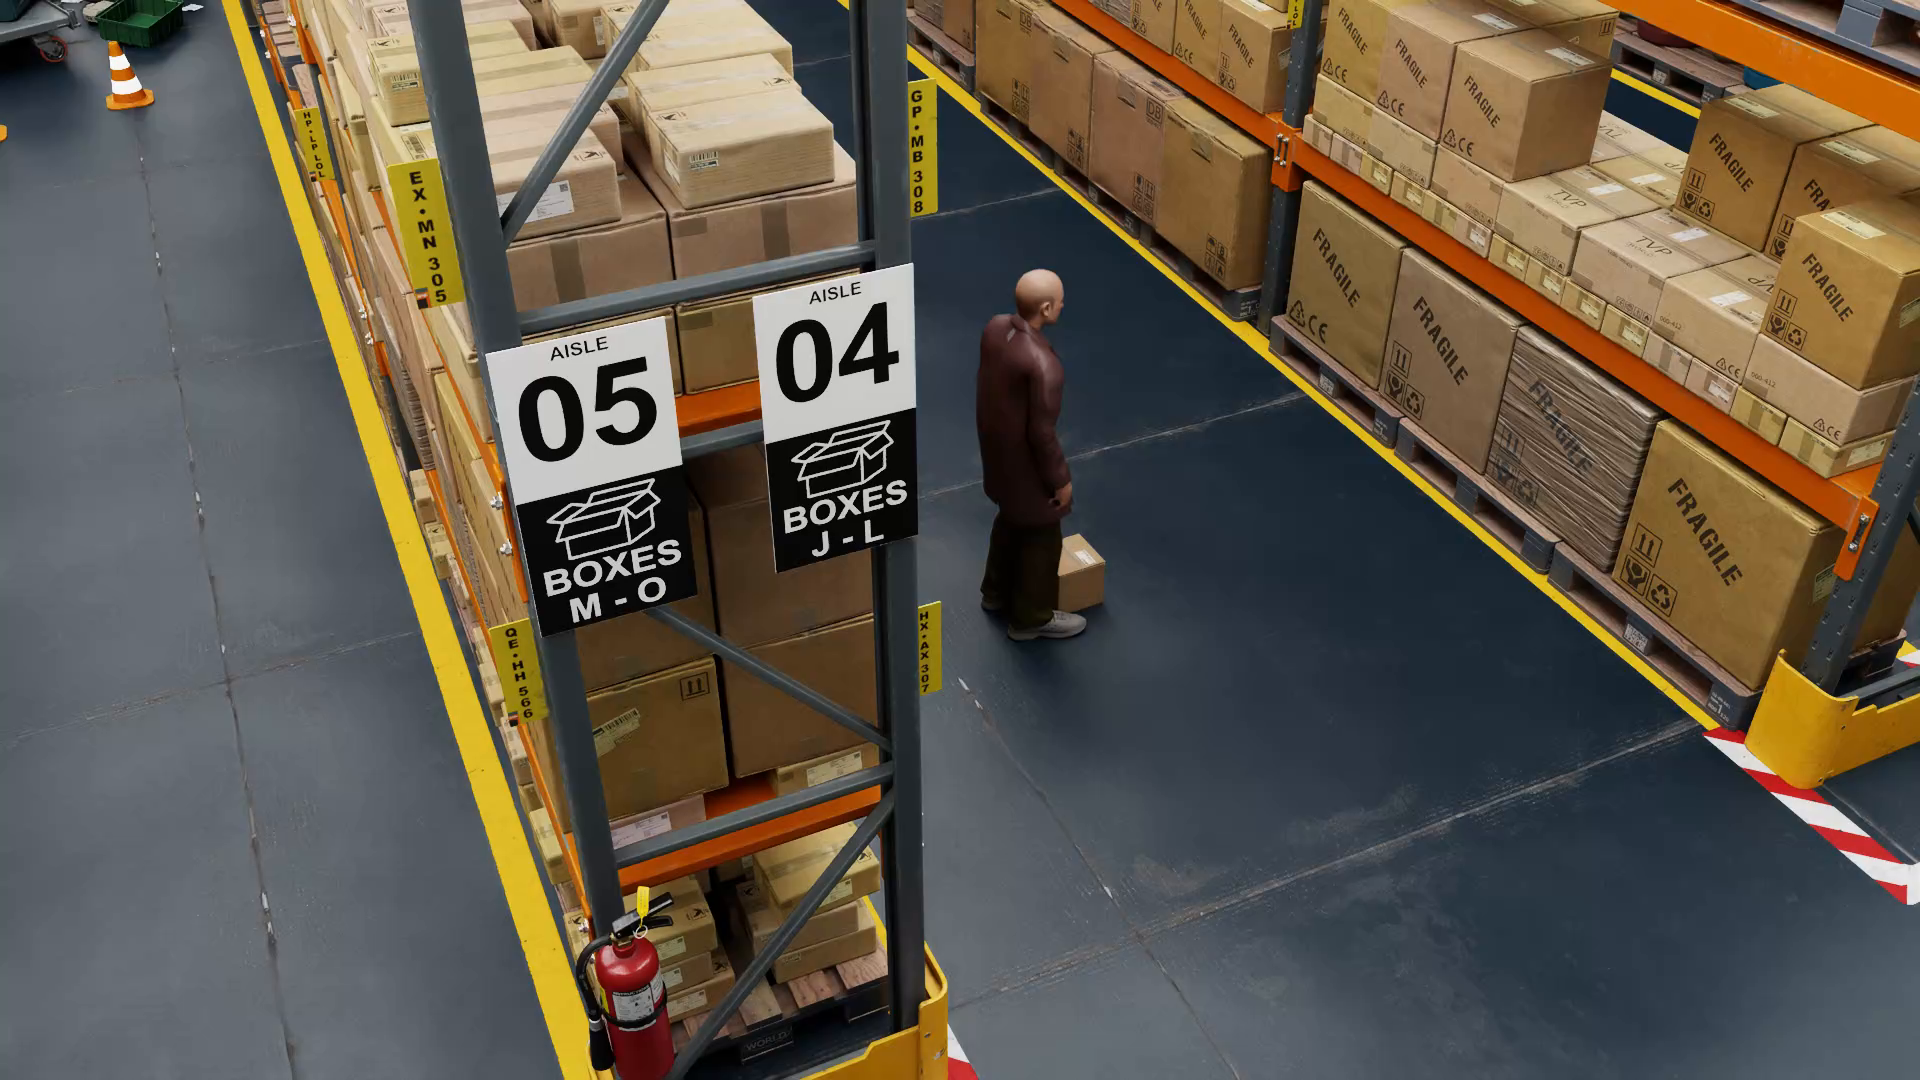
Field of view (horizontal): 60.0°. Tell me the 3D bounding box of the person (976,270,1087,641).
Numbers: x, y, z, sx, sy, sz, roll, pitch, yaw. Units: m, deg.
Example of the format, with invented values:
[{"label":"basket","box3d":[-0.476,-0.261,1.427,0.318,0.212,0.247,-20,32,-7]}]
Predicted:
[{"label":"person","box3d":[0.293,-0.349,7.391,0.418,1.708,0.644,-15,39,-20]}]
